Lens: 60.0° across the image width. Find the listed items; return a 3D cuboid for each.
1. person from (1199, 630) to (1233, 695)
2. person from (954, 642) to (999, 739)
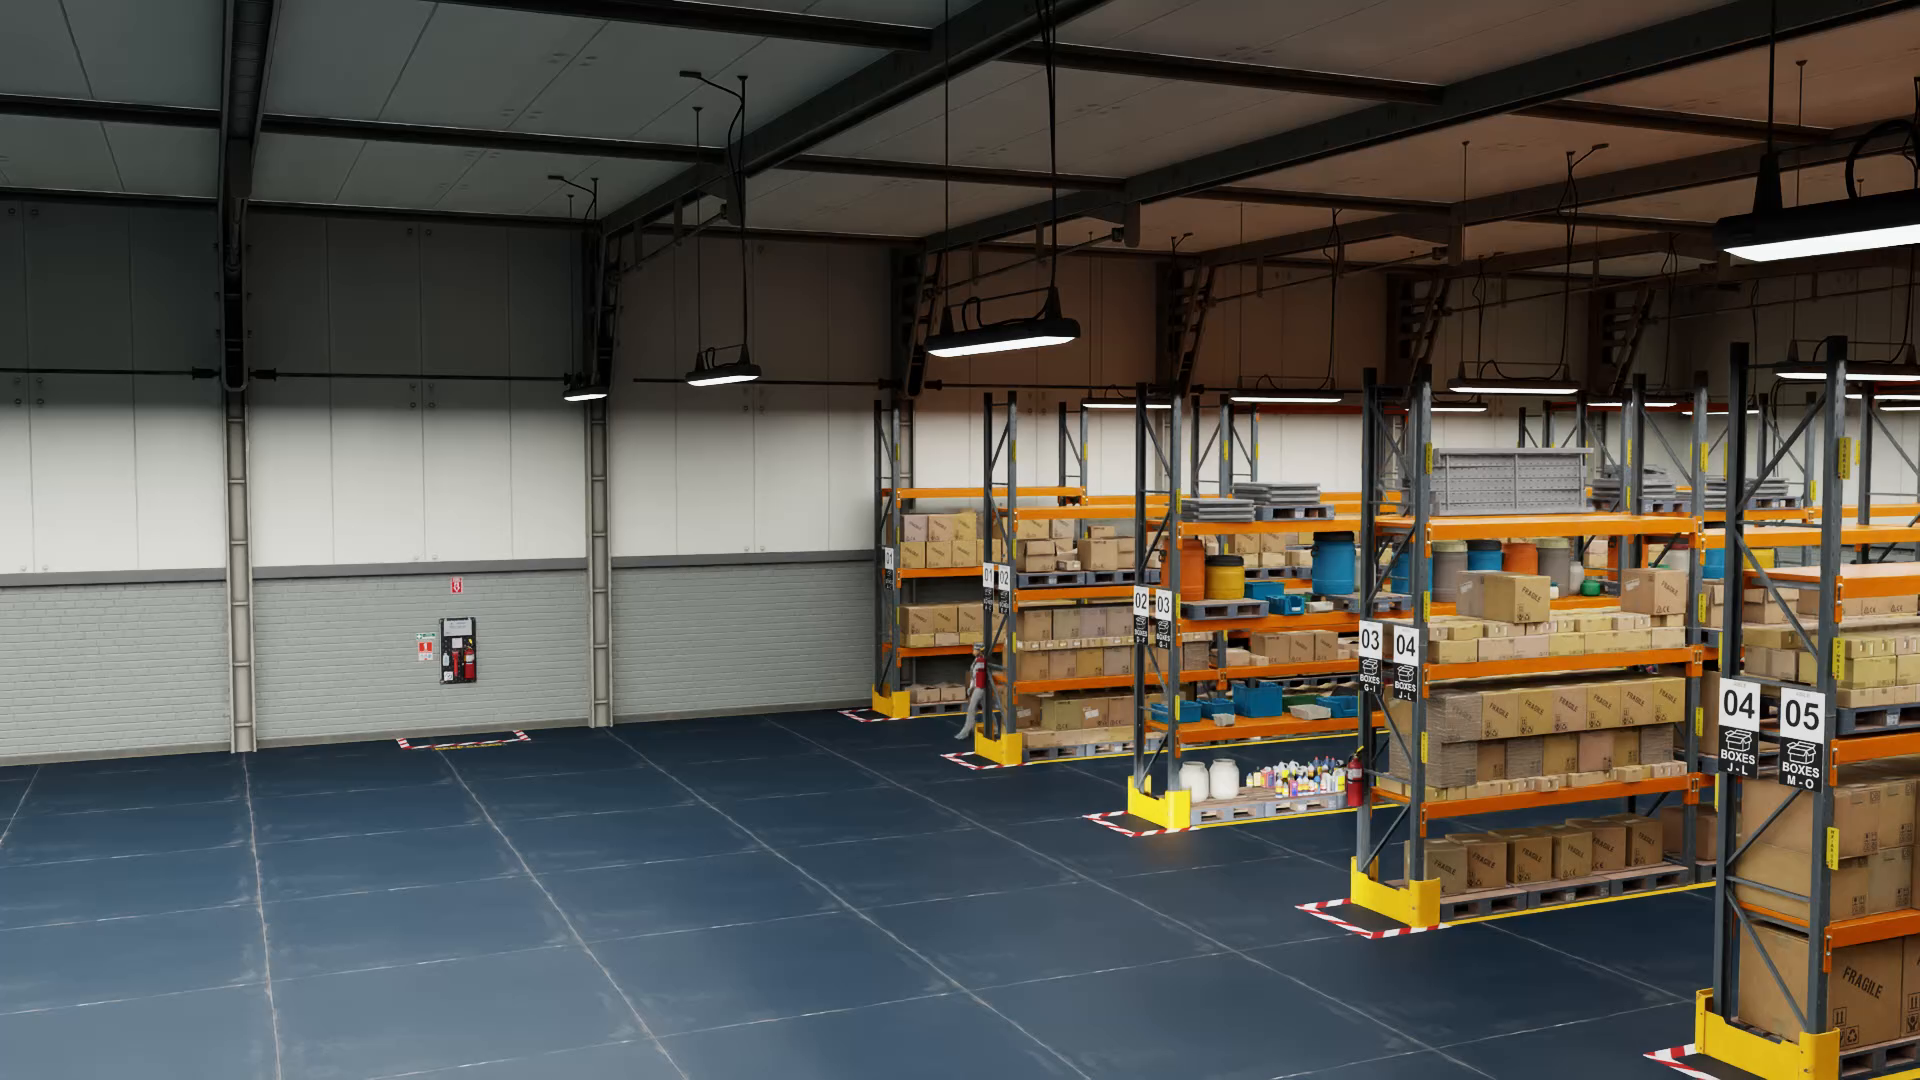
[{"bbox_3d":[4.957,2.437,32.256,1.080,1.661,0.549,-2,4,-33],"label":"person"},{"bbox_3d":[0.291,2.631,29.224,0.797,1.676,0.511,0,3,0],"label":"person"}]
